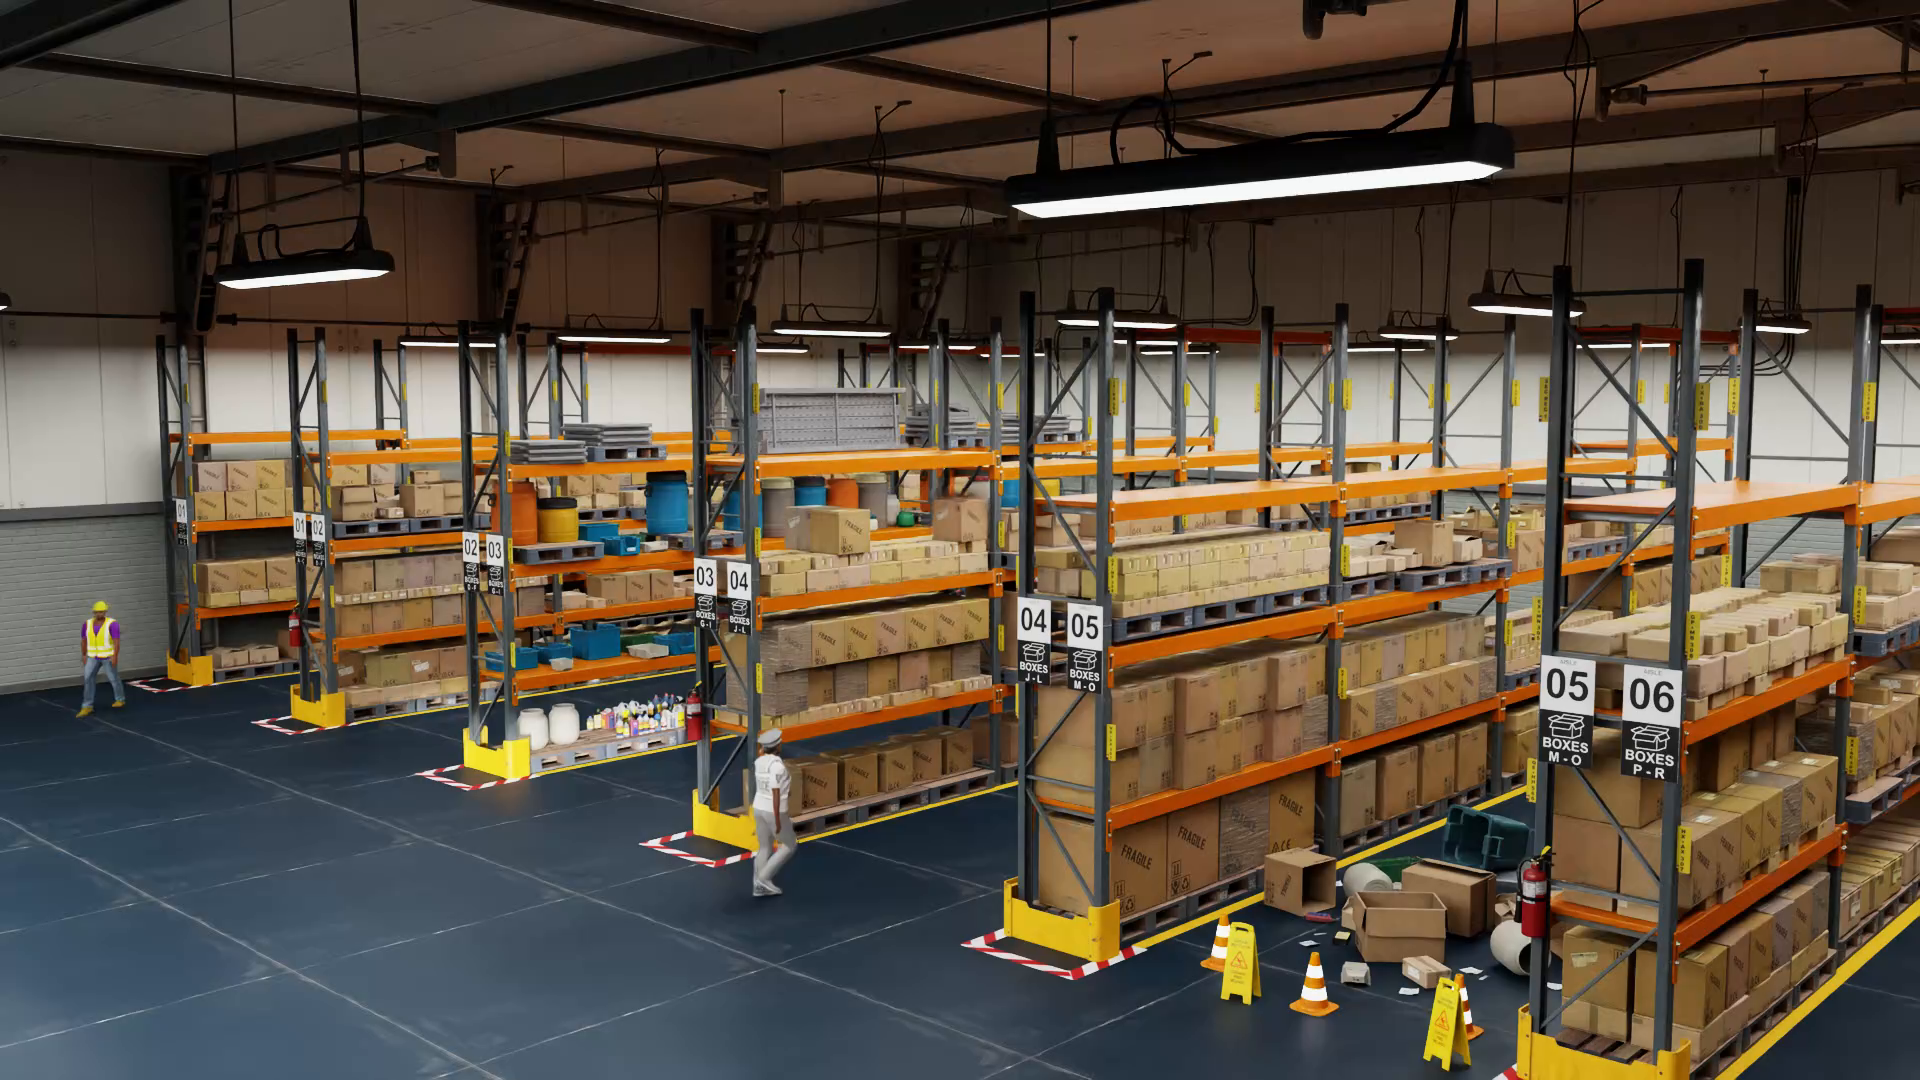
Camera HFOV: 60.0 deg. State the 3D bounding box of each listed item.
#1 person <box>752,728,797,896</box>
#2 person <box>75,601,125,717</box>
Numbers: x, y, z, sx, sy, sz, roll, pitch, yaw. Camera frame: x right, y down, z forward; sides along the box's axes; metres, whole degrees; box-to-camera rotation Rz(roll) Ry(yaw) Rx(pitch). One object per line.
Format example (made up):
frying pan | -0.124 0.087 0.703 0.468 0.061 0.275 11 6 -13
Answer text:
person | -1.920 2.753 16.750 0.457 1.674 0.506 -4 7 -37
person | -13.499 1.853 26.134 0.653 1.783 0.860 1 5 9
